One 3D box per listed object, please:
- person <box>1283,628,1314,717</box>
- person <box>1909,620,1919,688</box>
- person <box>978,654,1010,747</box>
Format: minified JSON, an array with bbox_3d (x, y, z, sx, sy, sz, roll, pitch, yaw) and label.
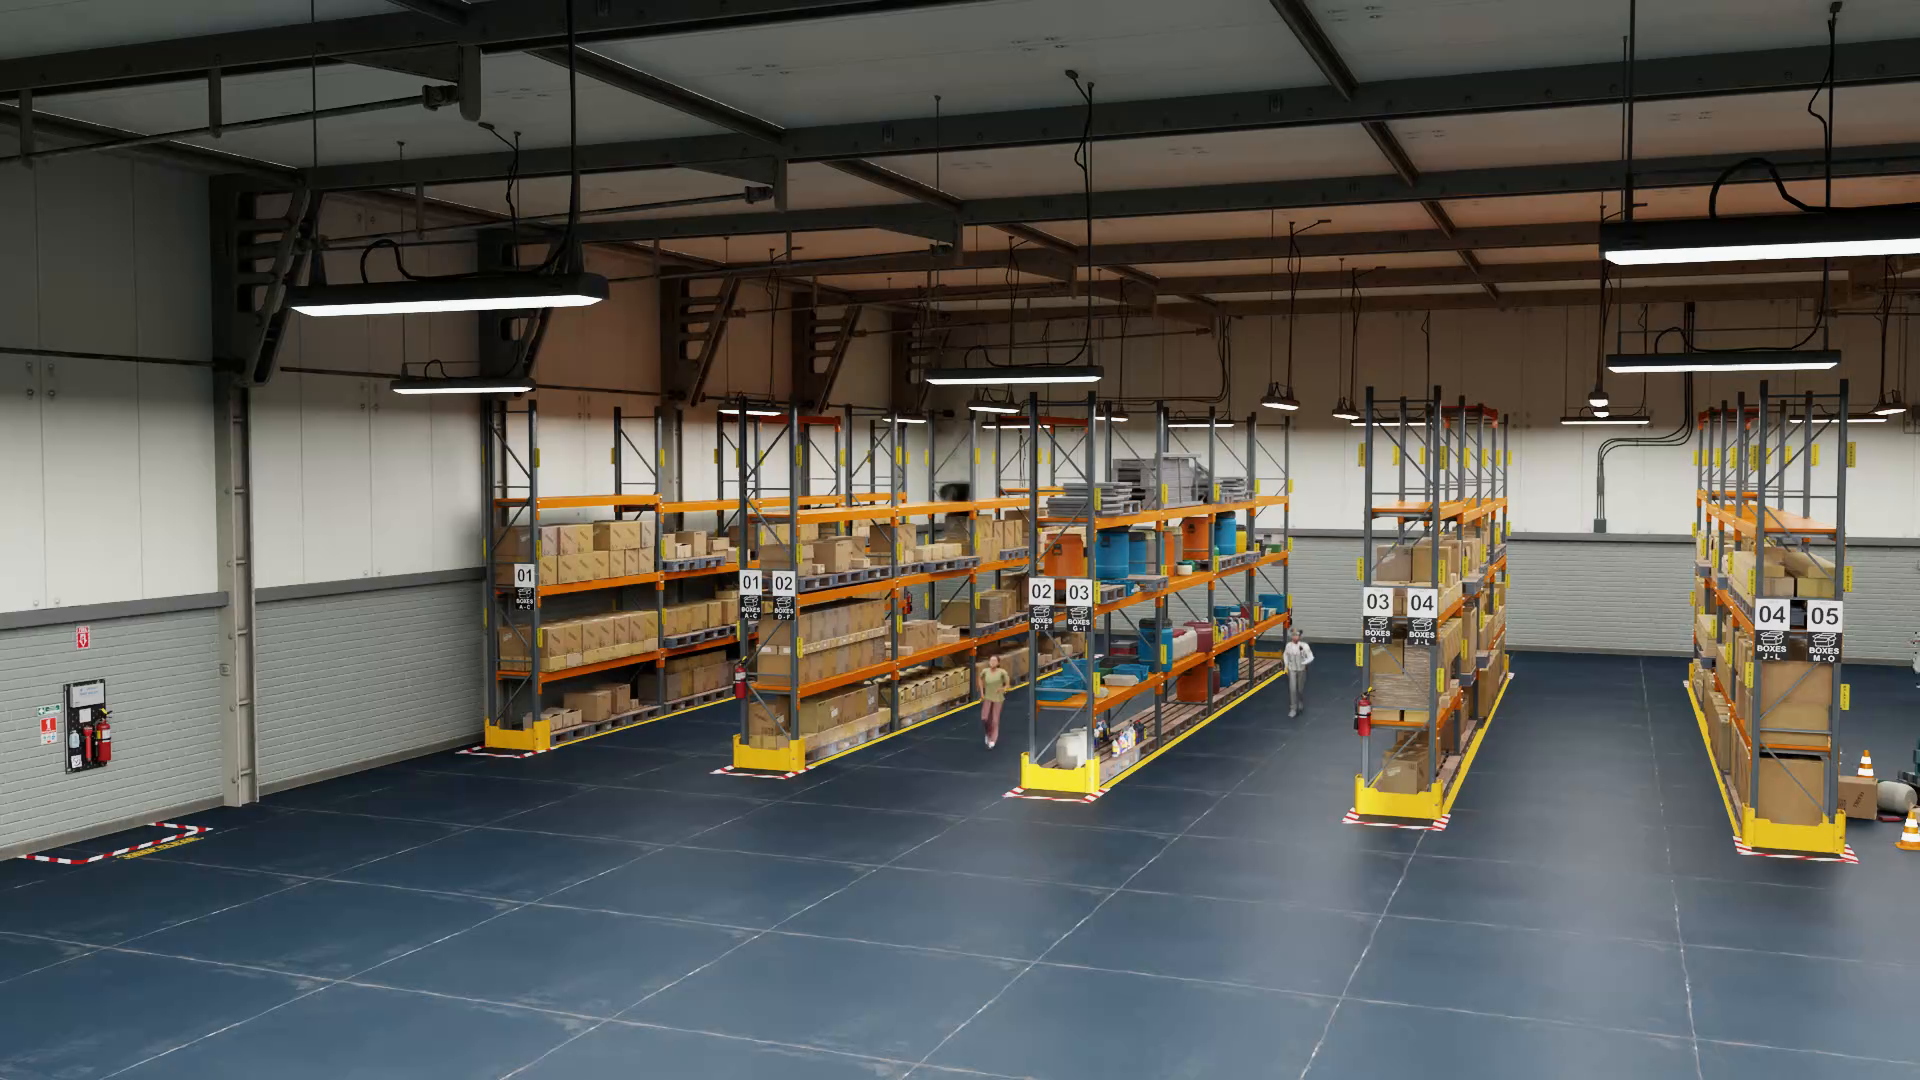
[{"bbox_3d":[6.556,2.541,32.253,0.610,1.694,0.860,1,3,21],"label":"person"},{"bbox_3d":[20.912,2.424,36.035,0.597,1.619,0.587,1,3,26],"label":"person"},{"bbox_3d":[0.576,2.769,28.607,0.581,1.627,0.586,0,3,9],"label":"person"}]
